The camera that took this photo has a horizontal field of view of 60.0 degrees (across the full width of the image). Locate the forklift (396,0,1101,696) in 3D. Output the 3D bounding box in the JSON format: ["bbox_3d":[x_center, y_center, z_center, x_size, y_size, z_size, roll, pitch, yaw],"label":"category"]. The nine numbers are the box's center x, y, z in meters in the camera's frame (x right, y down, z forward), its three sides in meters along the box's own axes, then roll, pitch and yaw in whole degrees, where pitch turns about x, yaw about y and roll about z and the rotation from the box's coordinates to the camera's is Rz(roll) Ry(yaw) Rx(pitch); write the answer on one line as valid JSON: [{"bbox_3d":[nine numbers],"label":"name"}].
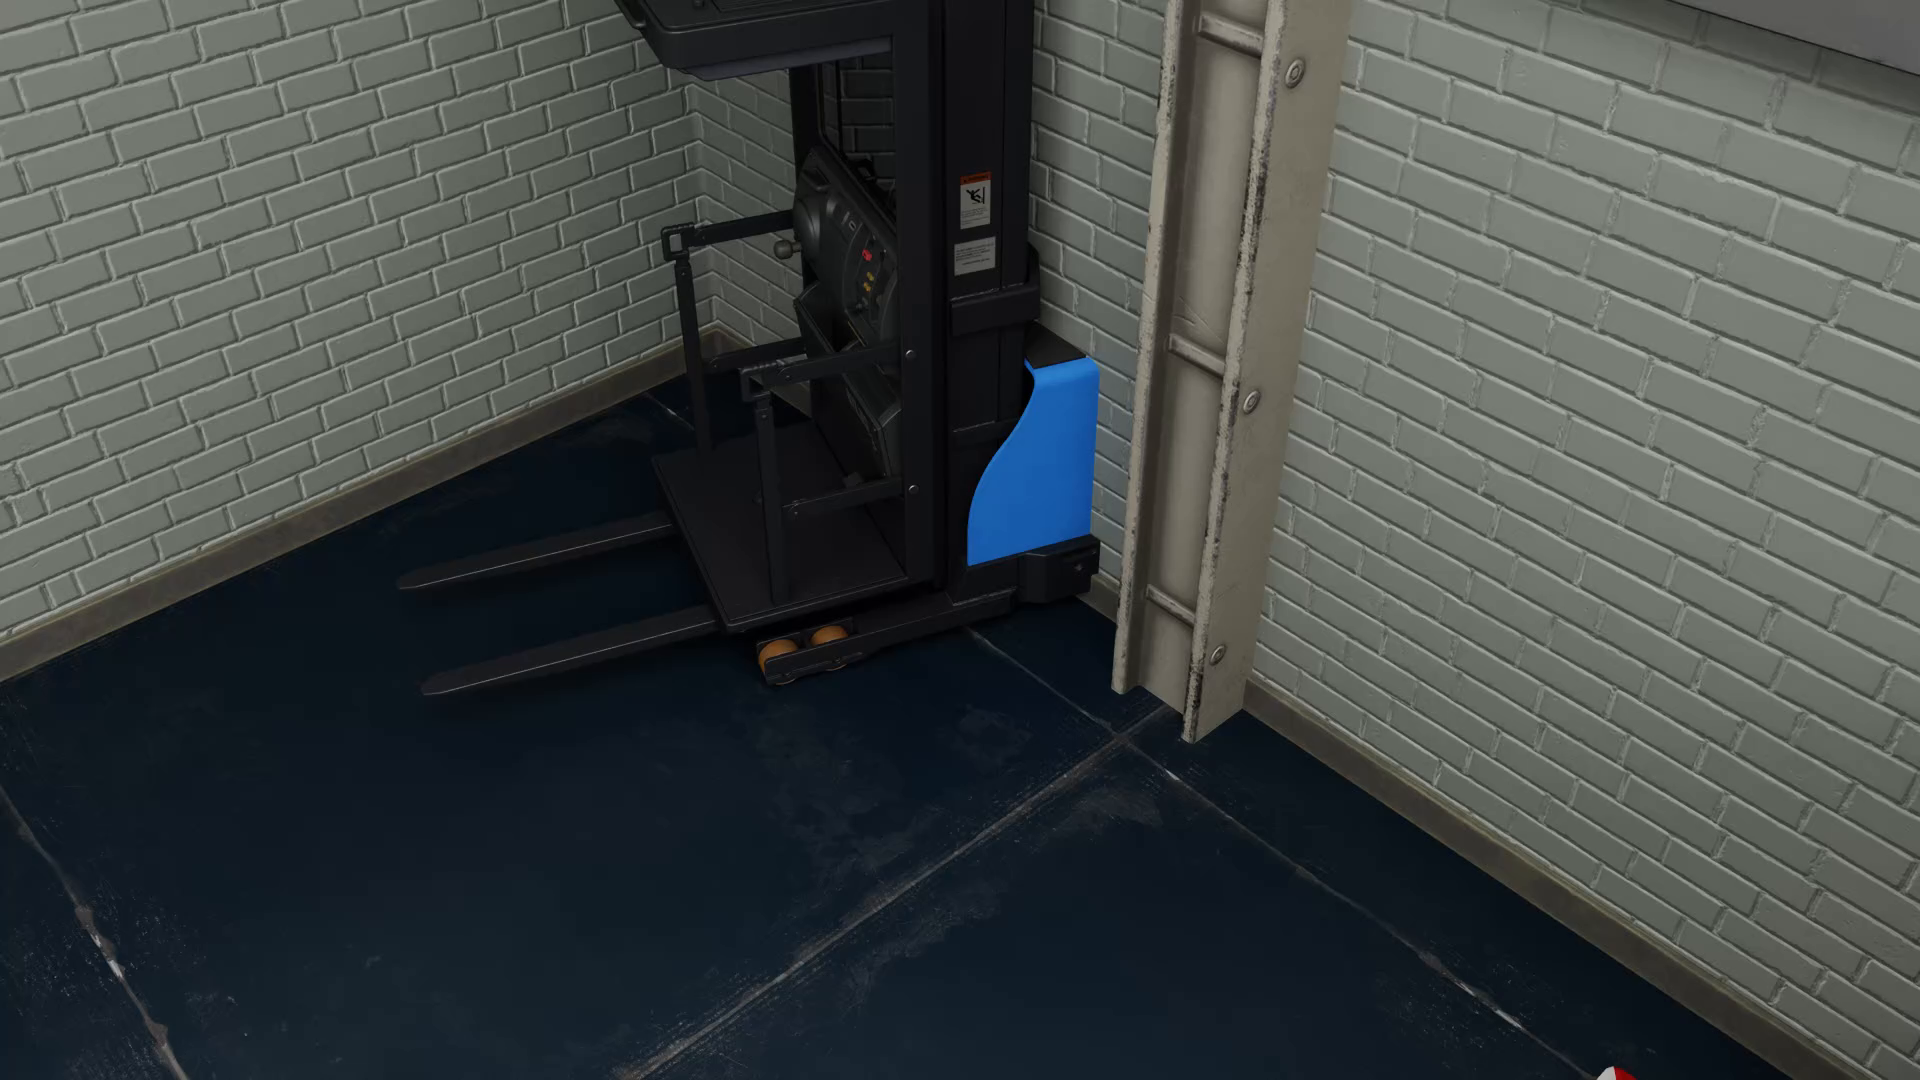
[{"bbox_3d":[-0.582,-0.989,5.642,3.031,2.935,1.130,-15,41,-17],"label":"forklift"}]

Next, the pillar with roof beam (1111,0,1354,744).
[{"bbox_3d":[-2.375,-1.107,0.959,9.100,9.000,0.400,-30,48,-32],"label":"pillar with roof beam"}]
